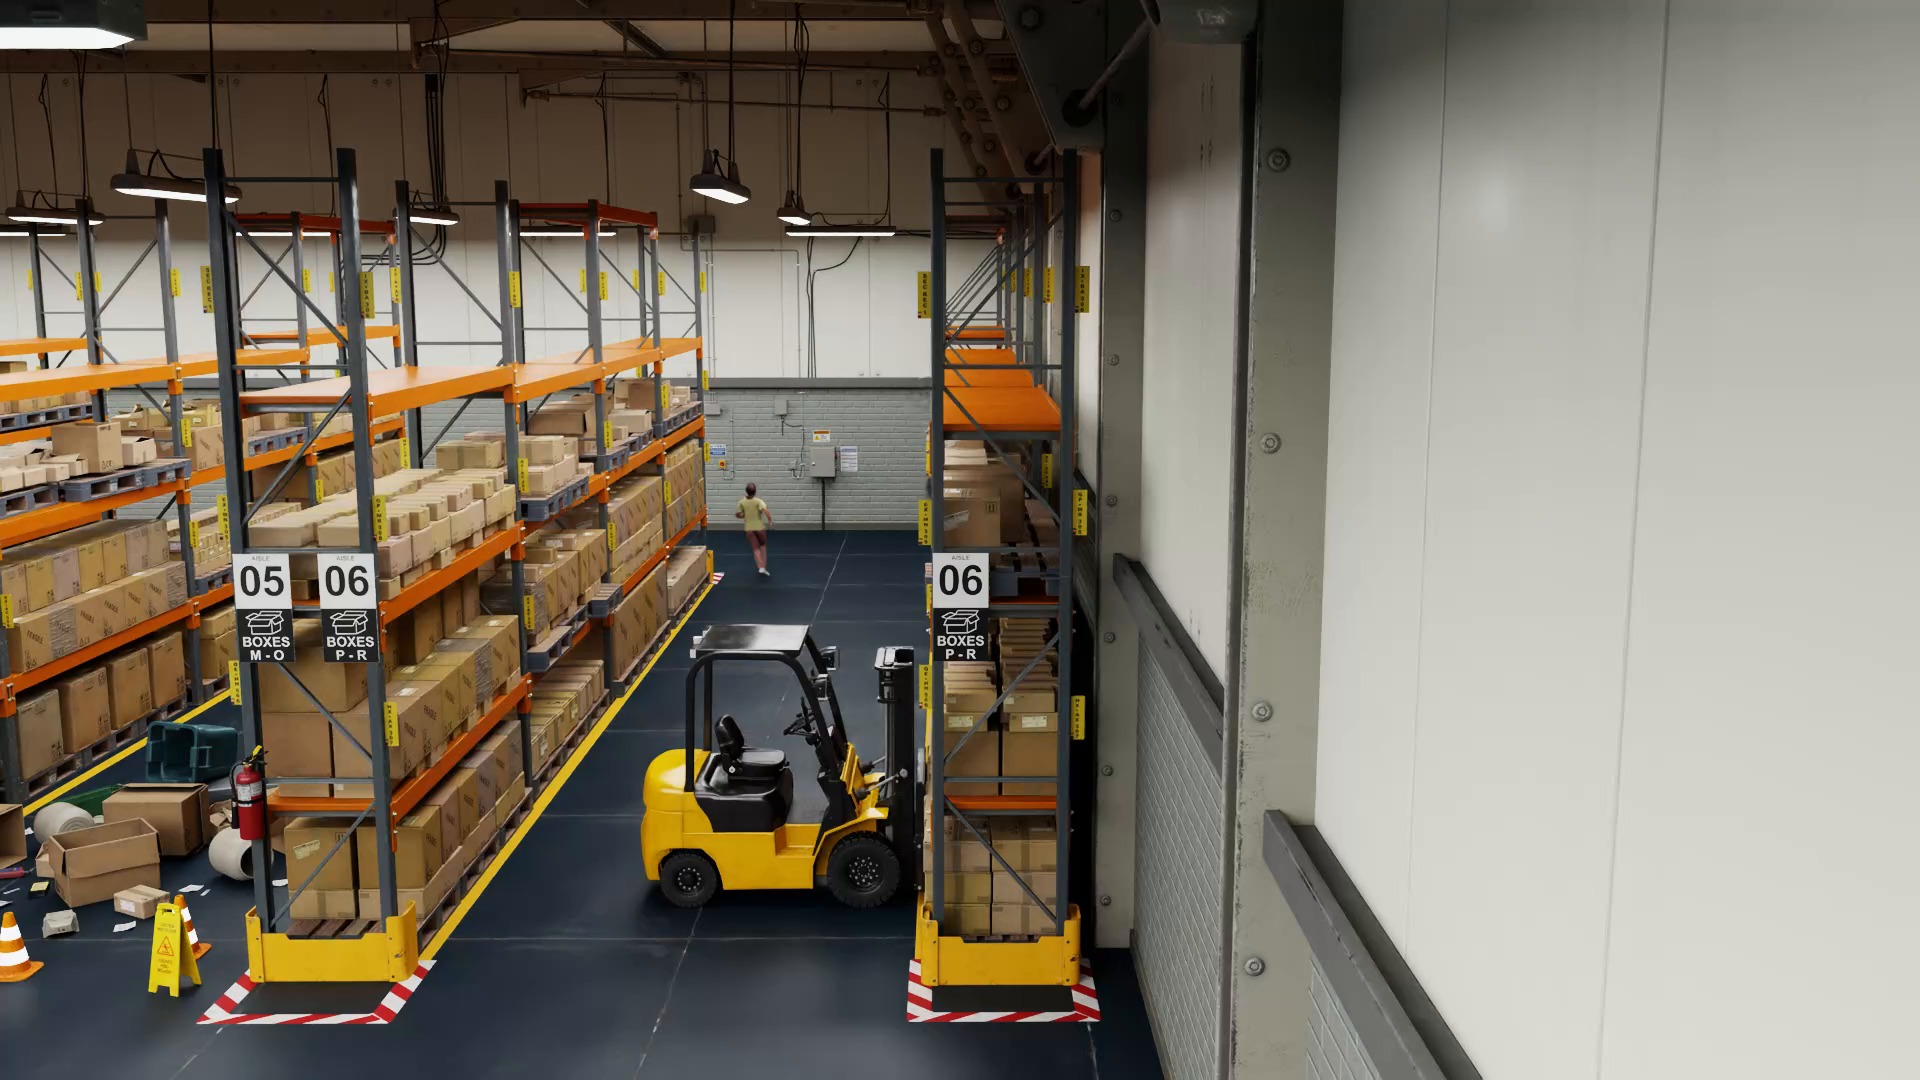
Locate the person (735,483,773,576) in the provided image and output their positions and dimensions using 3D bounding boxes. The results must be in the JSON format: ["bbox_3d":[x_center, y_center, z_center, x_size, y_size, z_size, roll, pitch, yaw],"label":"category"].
[{"bbox_3d":[-3.505,-0.133,28.287,0.640,1.680,0.659,0,9,-3],"label":"person"}]
